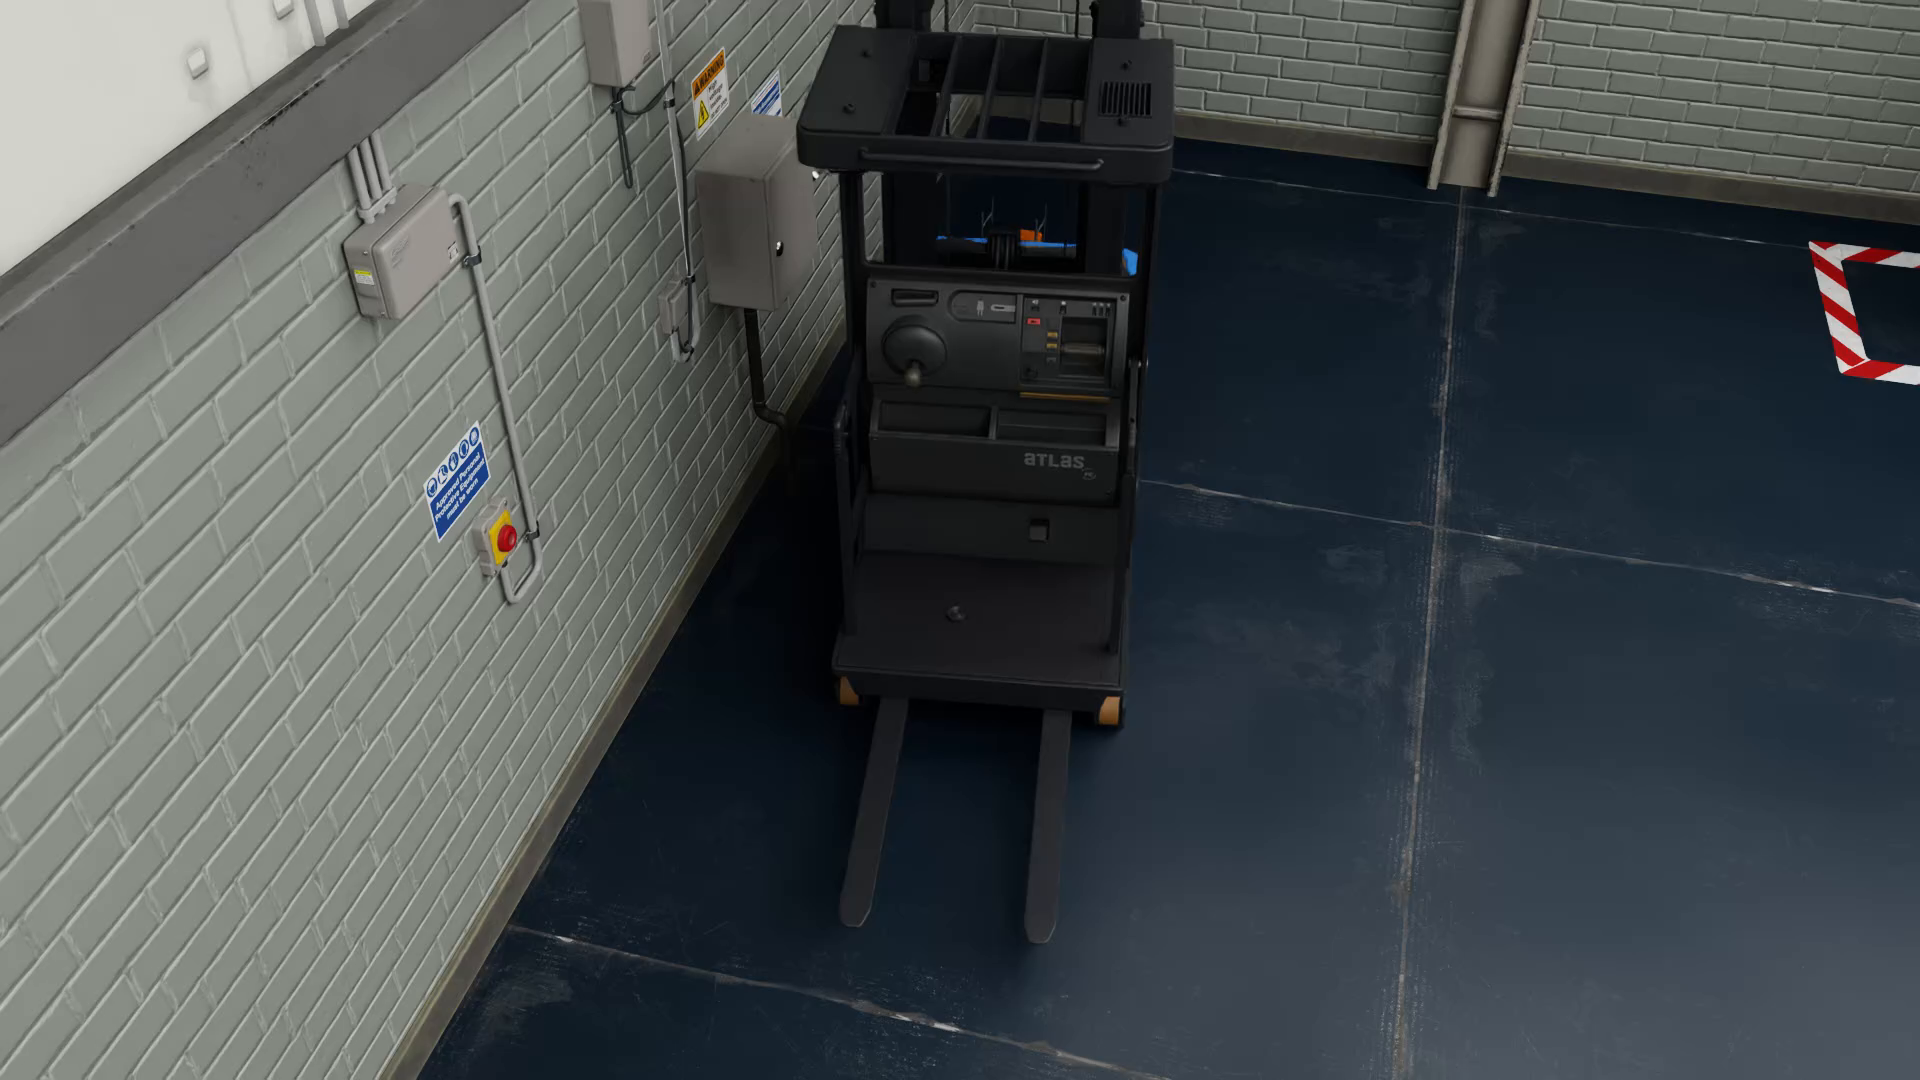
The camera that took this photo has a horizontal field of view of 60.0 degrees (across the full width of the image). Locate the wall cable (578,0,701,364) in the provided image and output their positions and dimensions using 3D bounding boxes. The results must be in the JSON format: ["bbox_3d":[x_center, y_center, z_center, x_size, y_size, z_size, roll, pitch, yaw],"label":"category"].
[{"bbox_3d":[-1.056,-1.363,5.751,0.122,1.984,0.588,10,41,11],"label":"wall cable"}]

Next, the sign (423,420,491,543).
[{"bbox_3d":[-1.483,-0.175,4.916,0.001,0.218,0.327,10,41,11],"label":"sign"}]

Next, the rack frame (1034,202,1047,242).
[{"bbox_3d":[0.343,-1.017,7.629,0.008,1.050,0.200,10,34,11],"label":"rack frame"}]

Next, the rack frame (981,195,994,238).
[{"bbox_3d":[0.107,-1.058,7.677,0.008,1.050,0.200,10,34,11],"label":"rack frame"}]

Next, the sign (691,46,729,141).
[{"bbox_3d":[-0.942,-1.688,6.286,0.001,0.242,0.339,10,41,11],"label":"sign"}]

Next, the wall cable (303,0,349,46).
[{"bbox_3d":[-1.526,-2.236,2.915,0.029,3.000,0.463,10,41,11],"label":"wall cable"}]

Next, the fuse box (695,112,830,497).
[{"bbox_3d":[-0.728,-0.879,6.966,0.414,1.711,0.539,10,41,11],"label":"fuse box"}]

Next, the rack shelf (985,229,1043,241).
[{"bbox_3d":[0.234,-1.265,7.502,0.240,0.259,0.215,10,34,11],"label":"rack shelf"}]

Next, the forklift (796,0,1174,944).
[{"bbox_3d":[0.109,-0.642,5.736,1.130,2.935,3.031,4,40,5],"label":"forklift"}]

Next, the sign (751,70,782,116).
[{"bbox_3d":[-0.800,-1.677,6.988,0.001,0.494,0.329,10,41,11],"label":"sign"}]

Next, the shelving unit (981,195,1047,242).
[{"bbox_3d":[0.225,-1.037,7.653,0.252,1.050,0.215,10,34,11],"label":"shelving unit"}]

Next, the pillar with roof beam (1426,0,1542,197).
[{"bbox_3d":[1.836,-2.884,3.686,0.400,9.000,9.100,10,41,11],"label":"pillar with roof beam"}]

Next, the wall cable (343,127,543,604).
[{"bbox_3d":[-1.412,-0.492,4.689,0.123,1.953,0.585,10,41,11],"label":"wall cable"}]
